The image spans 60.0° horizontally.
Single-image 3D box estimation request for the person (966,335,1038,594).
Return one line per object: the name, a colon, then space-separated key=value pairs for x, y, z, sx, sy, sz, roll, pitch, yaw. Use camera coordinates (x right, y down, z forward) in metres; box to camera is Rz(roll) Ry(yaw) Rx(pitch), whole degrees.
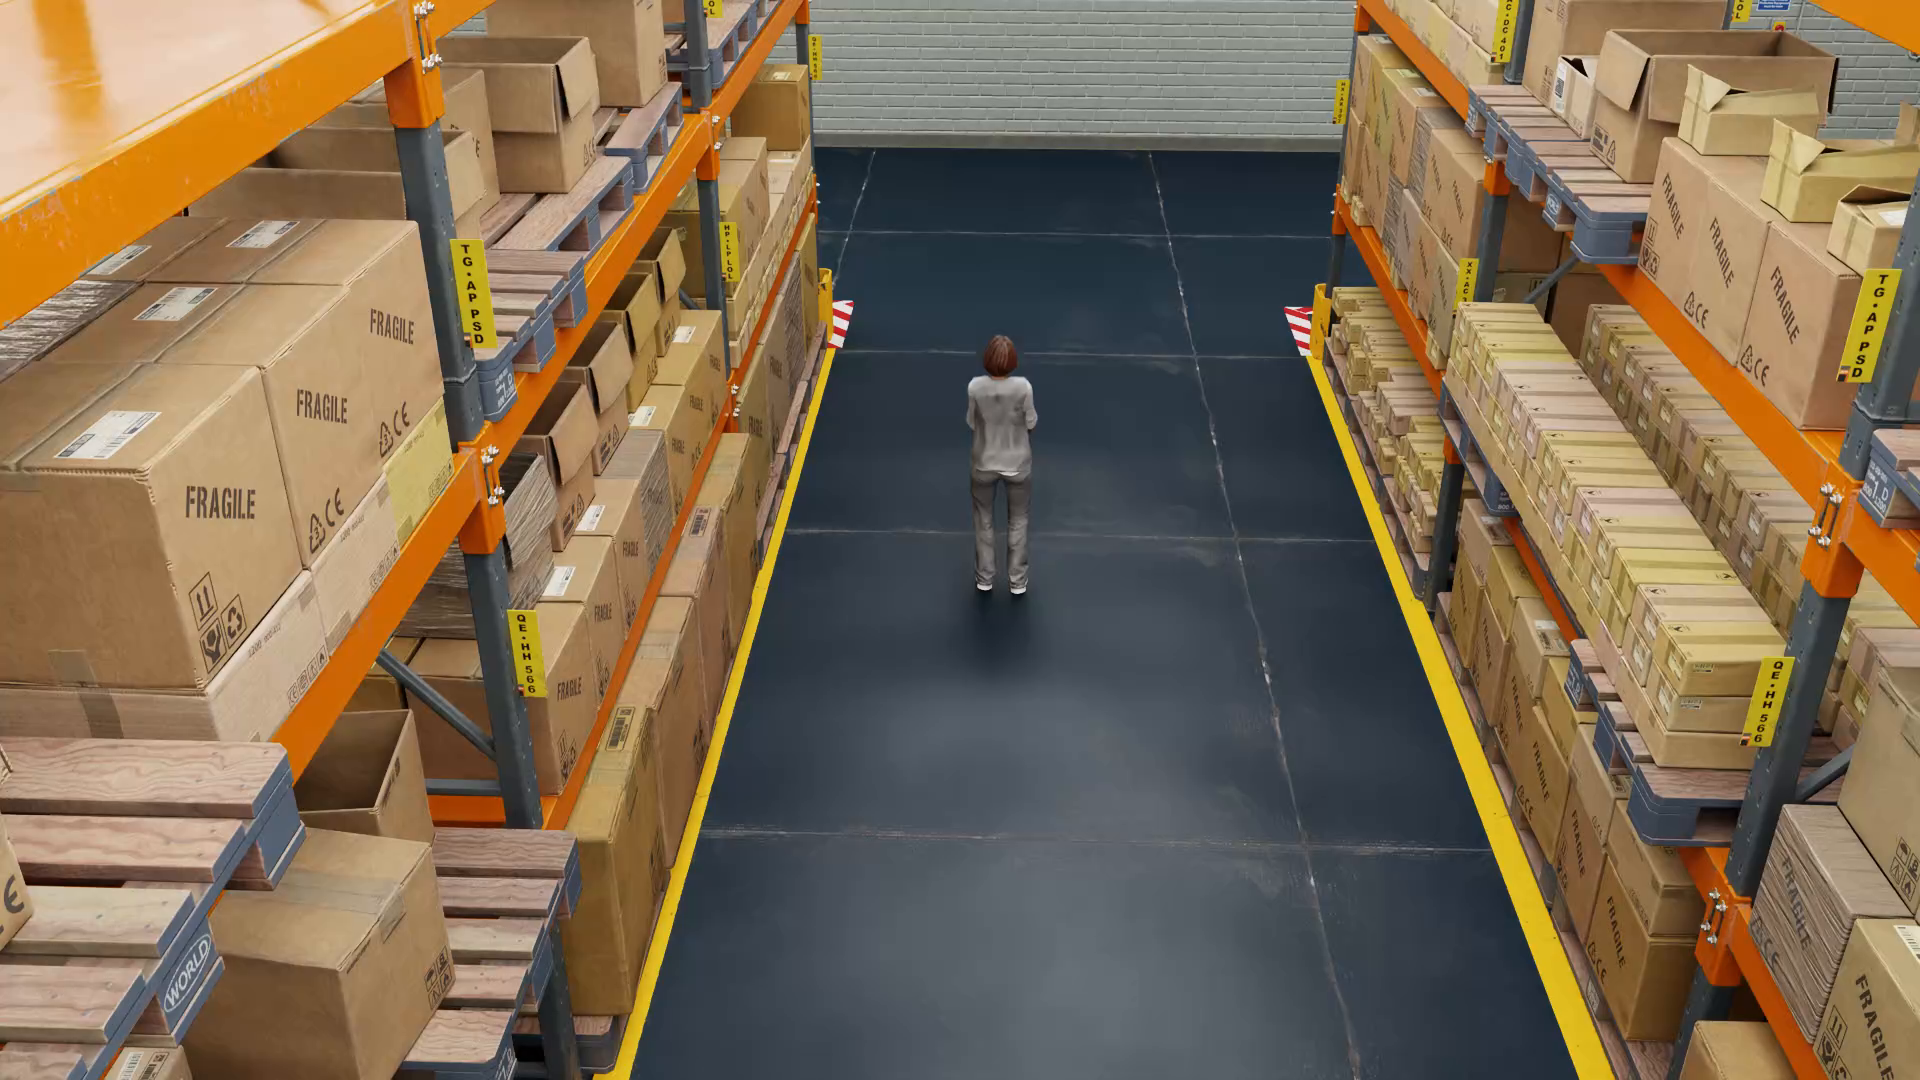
person: x=0.235 y=-0.460 z=9.491 sx=0.404 sy=1.596 sz=0.490 roll=1 pitch=28 yaw=2
